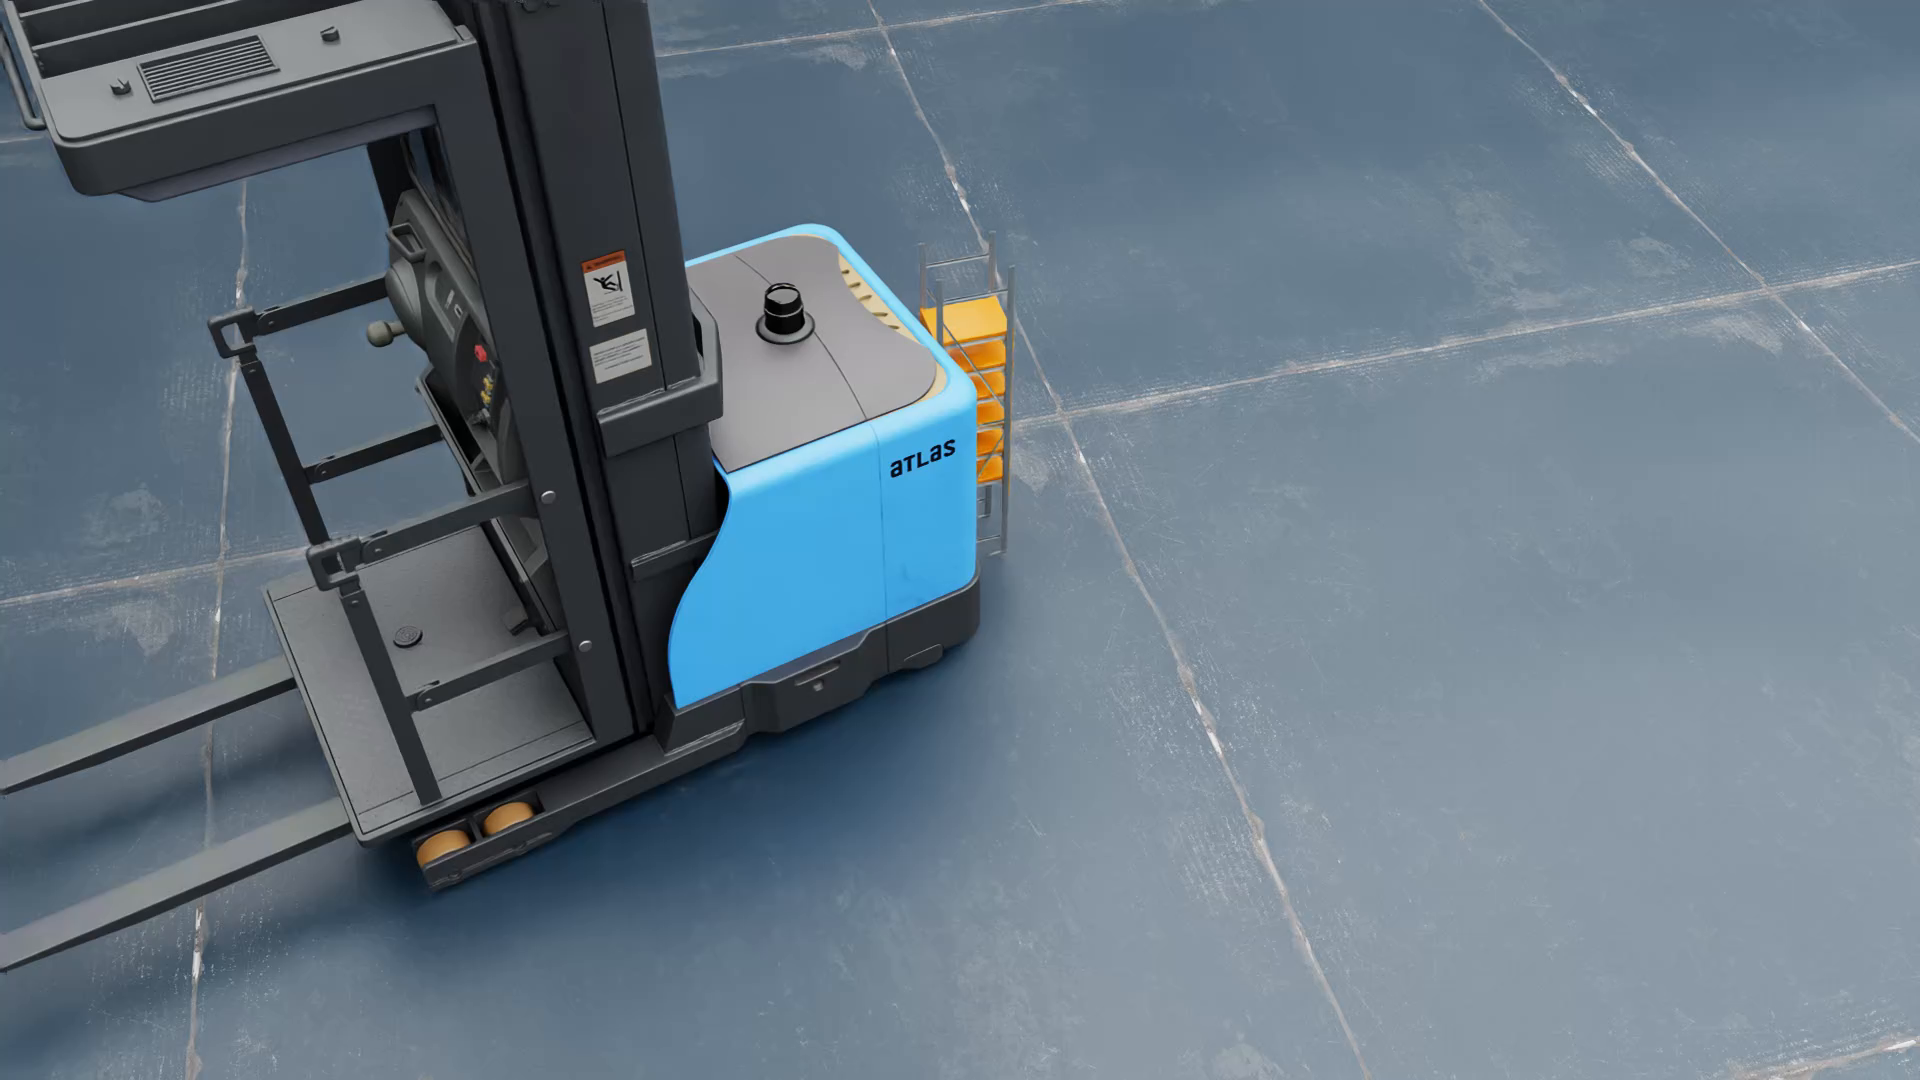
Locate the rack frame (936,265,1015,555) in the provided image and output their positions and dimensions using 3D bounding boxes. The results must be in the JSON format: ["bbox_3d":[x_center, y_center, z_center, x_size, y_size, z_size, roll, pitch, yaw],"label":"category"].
[{"bbox_3d":[0.045,-0.356,5.259,0.240,1.200,0.006,-12,47,-12],"label":"rack frame"}]

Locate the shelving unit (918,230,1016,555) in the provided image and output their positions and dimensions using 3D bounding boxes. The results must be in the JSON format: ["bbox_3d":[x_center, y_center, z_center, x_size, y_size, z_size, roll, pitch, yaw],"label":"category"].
[{"bbox_3d":[0.019,-0.419,5.320,0.258,1.200,0.189,-12,47,-12],"label":"shelving unit"}]

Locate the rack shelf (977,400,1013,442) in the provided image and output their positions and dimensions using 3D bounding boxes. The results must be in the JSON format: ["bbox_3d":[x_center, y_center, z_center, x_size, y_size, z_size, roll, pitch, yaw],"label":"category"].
[{"bbox_3d":[0.019,-0.388,5.352,0.258,0.103,0.180,-12,47,-12],"label":"rack shelf"}]

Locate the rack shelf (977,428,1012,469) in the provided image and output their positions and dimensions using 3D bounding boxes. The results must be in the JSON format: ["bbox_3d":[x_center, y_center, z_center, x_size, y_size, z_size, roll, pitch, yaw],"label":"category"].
[{"bbox_3d":[0.019,-0.304,5.438,0.258,0.103,0.180,-12,47,-12],"label":"rack shelf"}]

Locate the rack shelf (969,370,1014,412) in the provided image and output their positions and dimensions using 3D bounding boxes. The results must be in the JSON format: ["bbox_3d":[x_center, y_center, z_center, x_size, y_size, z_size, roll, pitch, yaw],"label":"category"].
[{"bbox_3d":[0.019,-0.472,5.266,0.258,0.103,0.180,-12,47,-12],"label":"rack shelf"}]

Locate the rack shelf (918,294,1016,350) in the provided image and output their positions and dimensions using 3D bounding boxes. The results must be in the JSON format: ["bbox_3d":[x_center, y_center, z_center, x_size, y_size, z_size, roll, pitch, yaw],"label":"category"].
[{"bbox_3d":[0.019,-0.639,5.095,0.258,0.103,0.180,-12,47,-12],"label":"rack shelf"}]

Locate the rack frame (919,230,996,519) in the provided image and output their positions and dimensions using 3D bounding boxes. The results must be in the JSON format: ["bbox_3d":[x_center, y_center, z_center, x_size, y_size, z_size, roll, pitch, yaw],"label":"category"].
[{"bbox_3d":[-0.007,-0.481,5.381,0.240,1.200,0.006,-12,47,-12],"label":"rack frame"}]

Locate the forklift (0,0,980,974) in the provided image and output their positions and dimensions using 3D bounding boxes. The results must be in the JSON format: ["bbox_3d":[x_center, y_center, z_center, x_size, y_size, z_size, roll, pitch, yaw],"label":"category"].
[{"bbox_3d":[-1.470,-0.469,4.157,3.031,2.935,1.130,-23,50,-21],"label":"forklift"}]

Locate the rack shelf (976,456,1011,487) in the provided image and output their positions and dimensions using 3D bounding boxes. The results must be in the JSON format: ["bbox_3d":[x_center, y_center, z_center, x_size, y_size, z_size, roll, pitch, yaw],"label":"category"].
[{"bbox_3d":[0.019,-0.220,5.523,0.258,0.103,0.180,-12,47,-12],"label":"rack shelf"}]

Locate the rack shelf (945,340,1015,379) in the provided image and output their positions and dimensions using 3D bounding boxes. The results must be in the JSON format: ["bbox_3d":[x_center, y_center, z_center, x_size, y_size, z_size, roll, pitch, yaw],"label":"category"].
[{"bbox_3d":[0.019,-0.555,5.180,0.258,0.103,0.180,-12,47,-12],"label":"rack shelf"}]
